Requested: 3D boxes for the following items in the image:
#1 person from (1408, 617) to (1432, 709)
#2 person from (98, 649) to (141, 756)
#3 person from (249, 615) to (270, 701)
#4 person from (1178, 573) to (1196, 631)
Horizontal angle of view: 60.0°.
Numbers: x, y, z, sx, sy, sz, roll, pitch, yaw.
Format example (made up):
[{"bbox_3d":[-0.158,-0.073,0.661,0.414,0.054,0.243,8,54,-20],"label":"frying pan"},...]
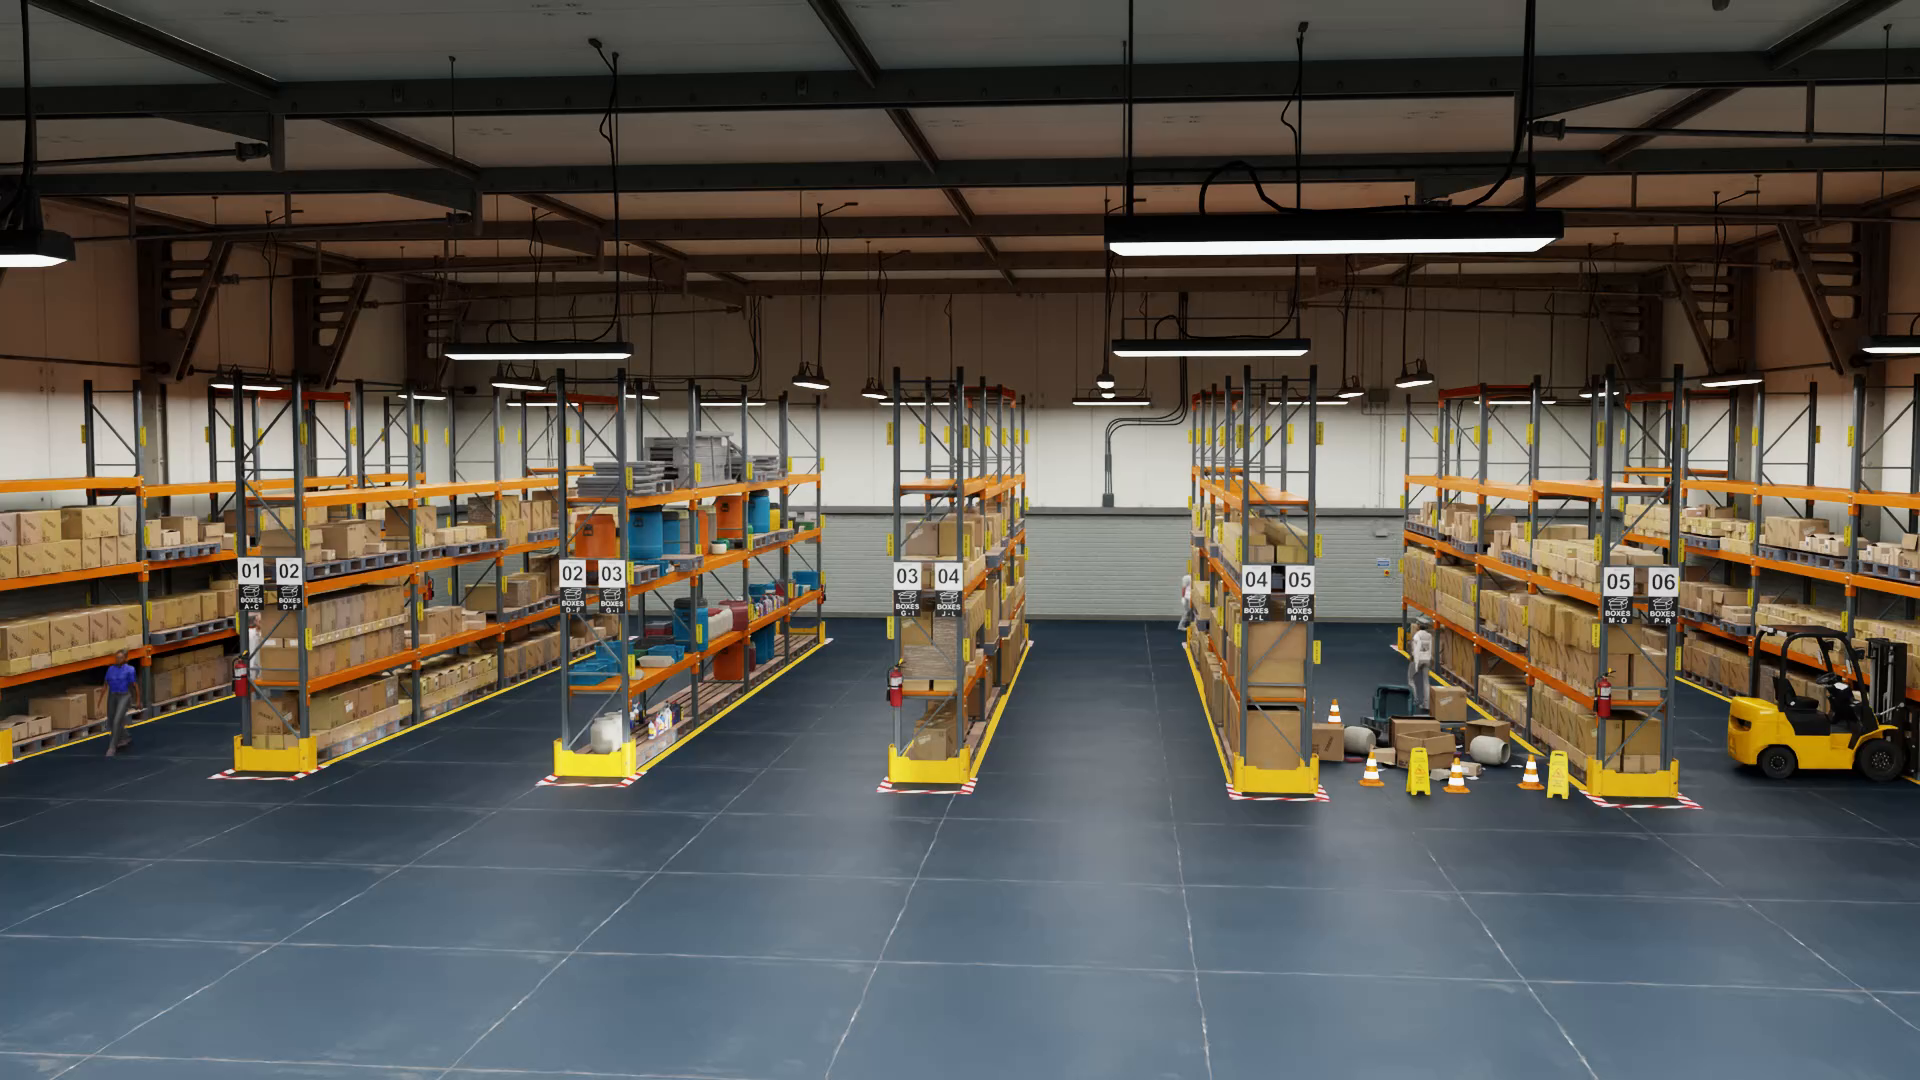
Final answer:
[{"bbox_3d":[8.505,2.285,30.563,0.476,1.702,0.526,-1,4,-12],"label":"person"},{"bbox_3d":[-13.352,2.560,26.427,0.538,1.650,0.785,0,4,1],"label":"person"},{"bbox_3d":[-12.646,2.267,30.008,0.612,1.805,0.720,-1,4,-21],"label":"person"},{"bbox_3d":[5.968,1.491,42.423,0.967,1.750,0.567,3,5,39],"label":"person"}]
